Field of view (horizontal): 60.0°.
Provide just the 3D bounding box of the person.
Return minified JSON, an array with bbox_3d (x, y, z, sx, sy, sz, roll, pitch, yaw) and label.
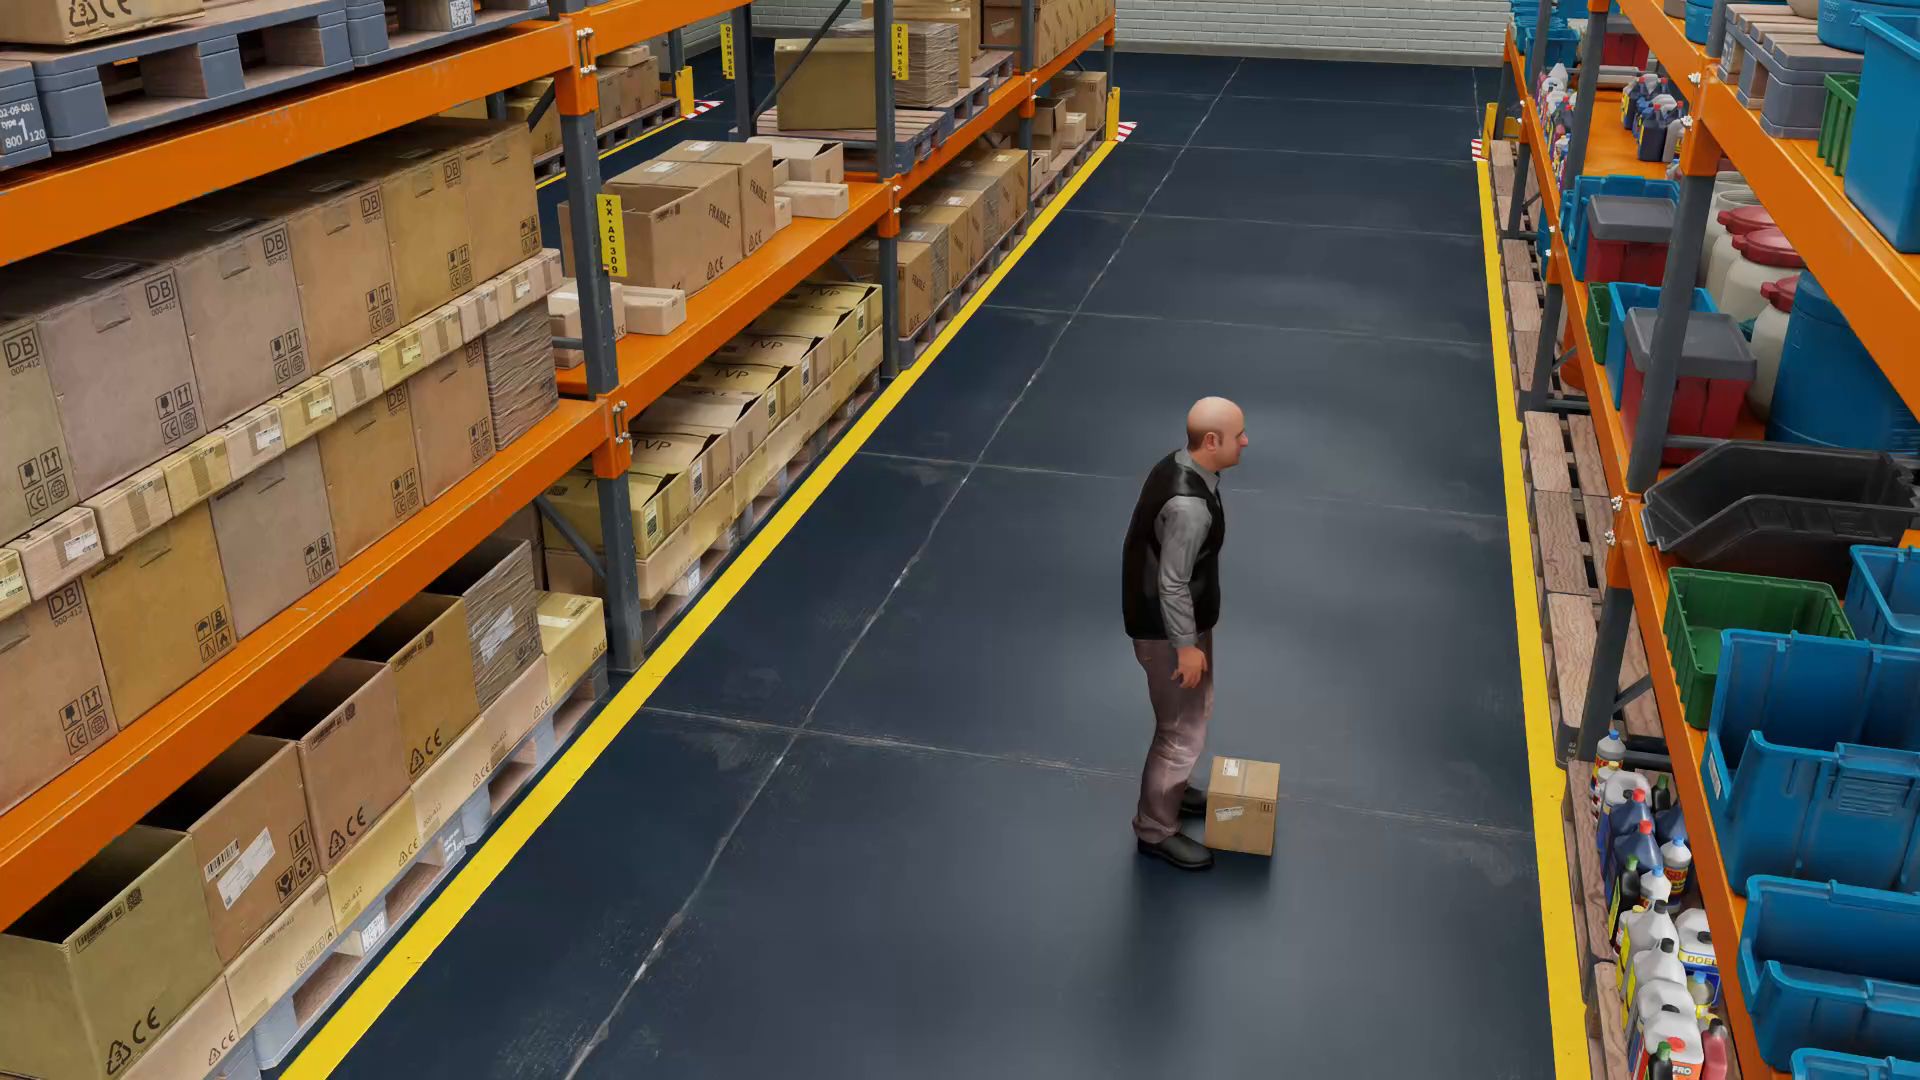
[{"bbox_3d":[0.788,0.302,5.995,0.426,1.720,0.593,5,26,10],"label":"person"}]
